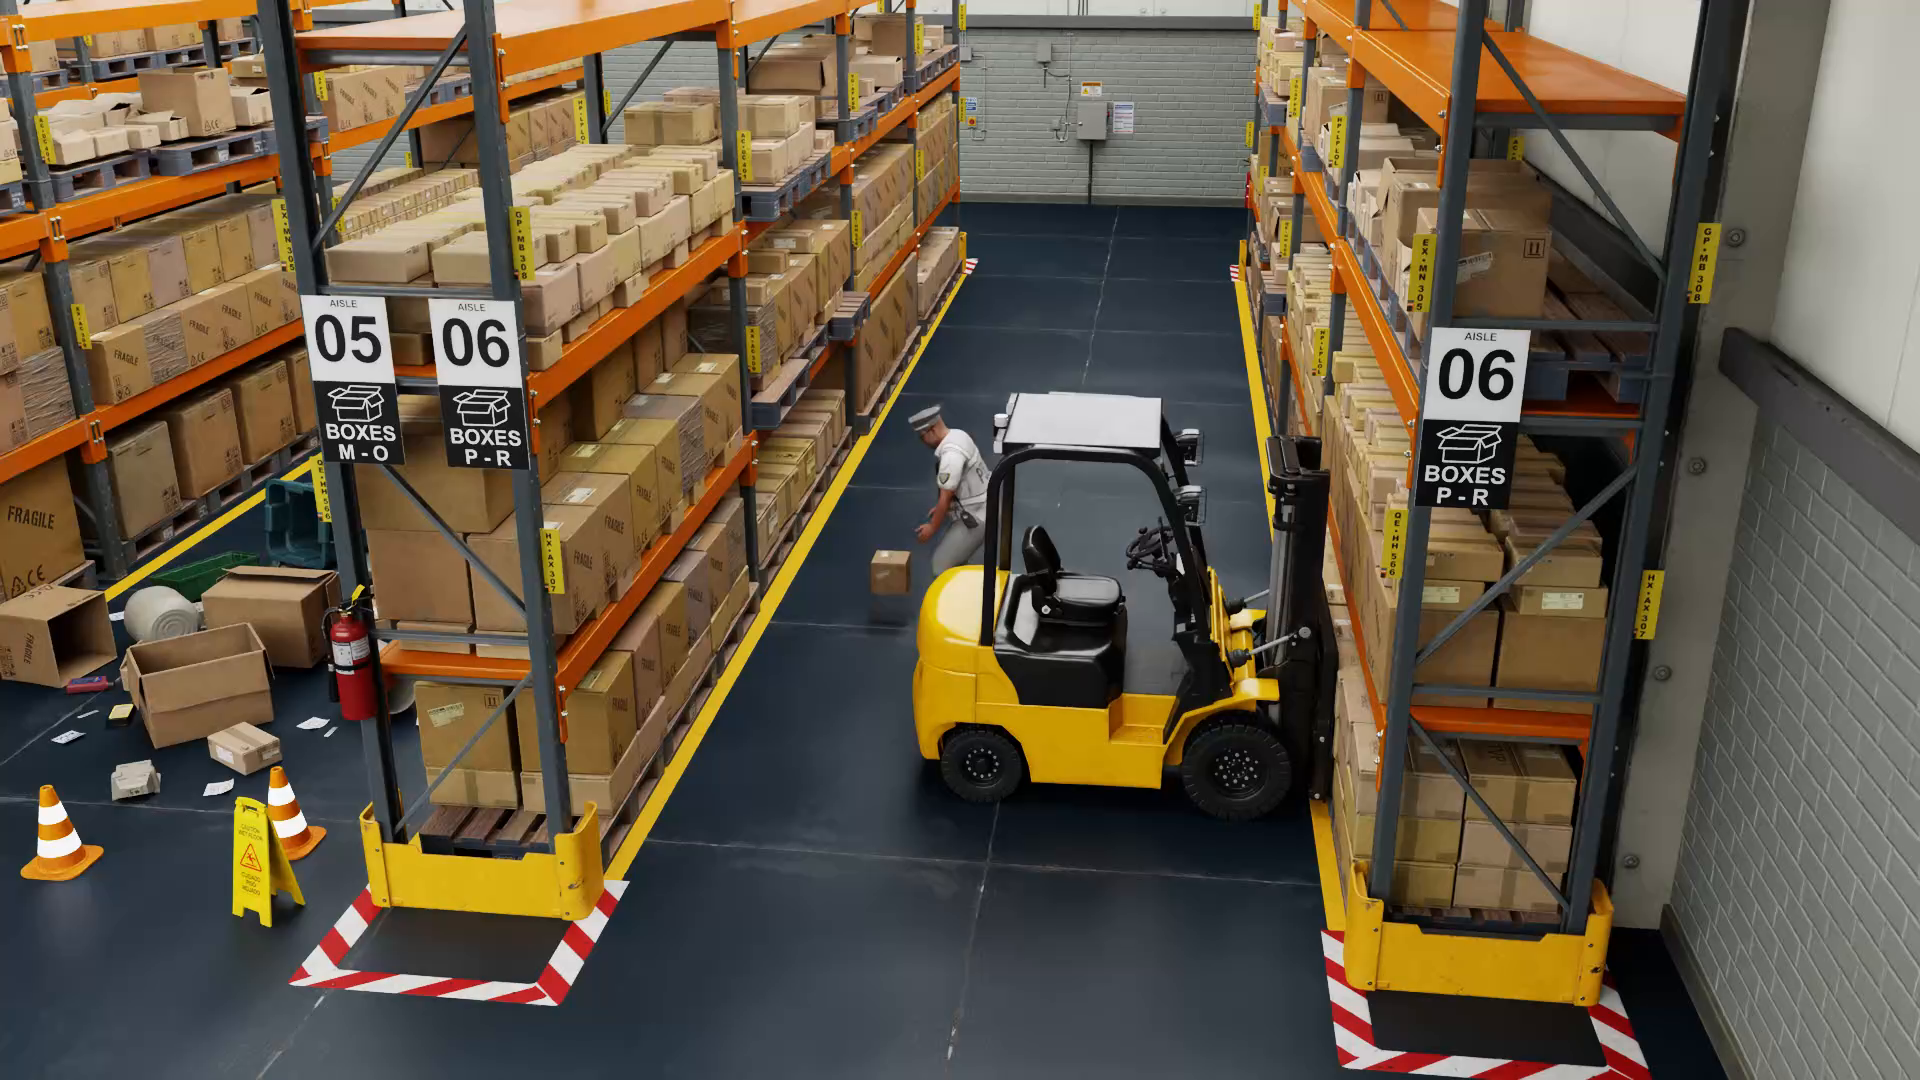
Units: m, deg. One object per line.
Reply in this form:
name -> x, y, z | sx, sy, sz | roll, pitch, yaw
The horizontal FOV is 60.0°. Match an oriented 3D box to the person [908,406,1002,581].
person -> -0.035, -0.162, 11.732 | 0.657, 1.594, 0.581 | 3, 21, 7
